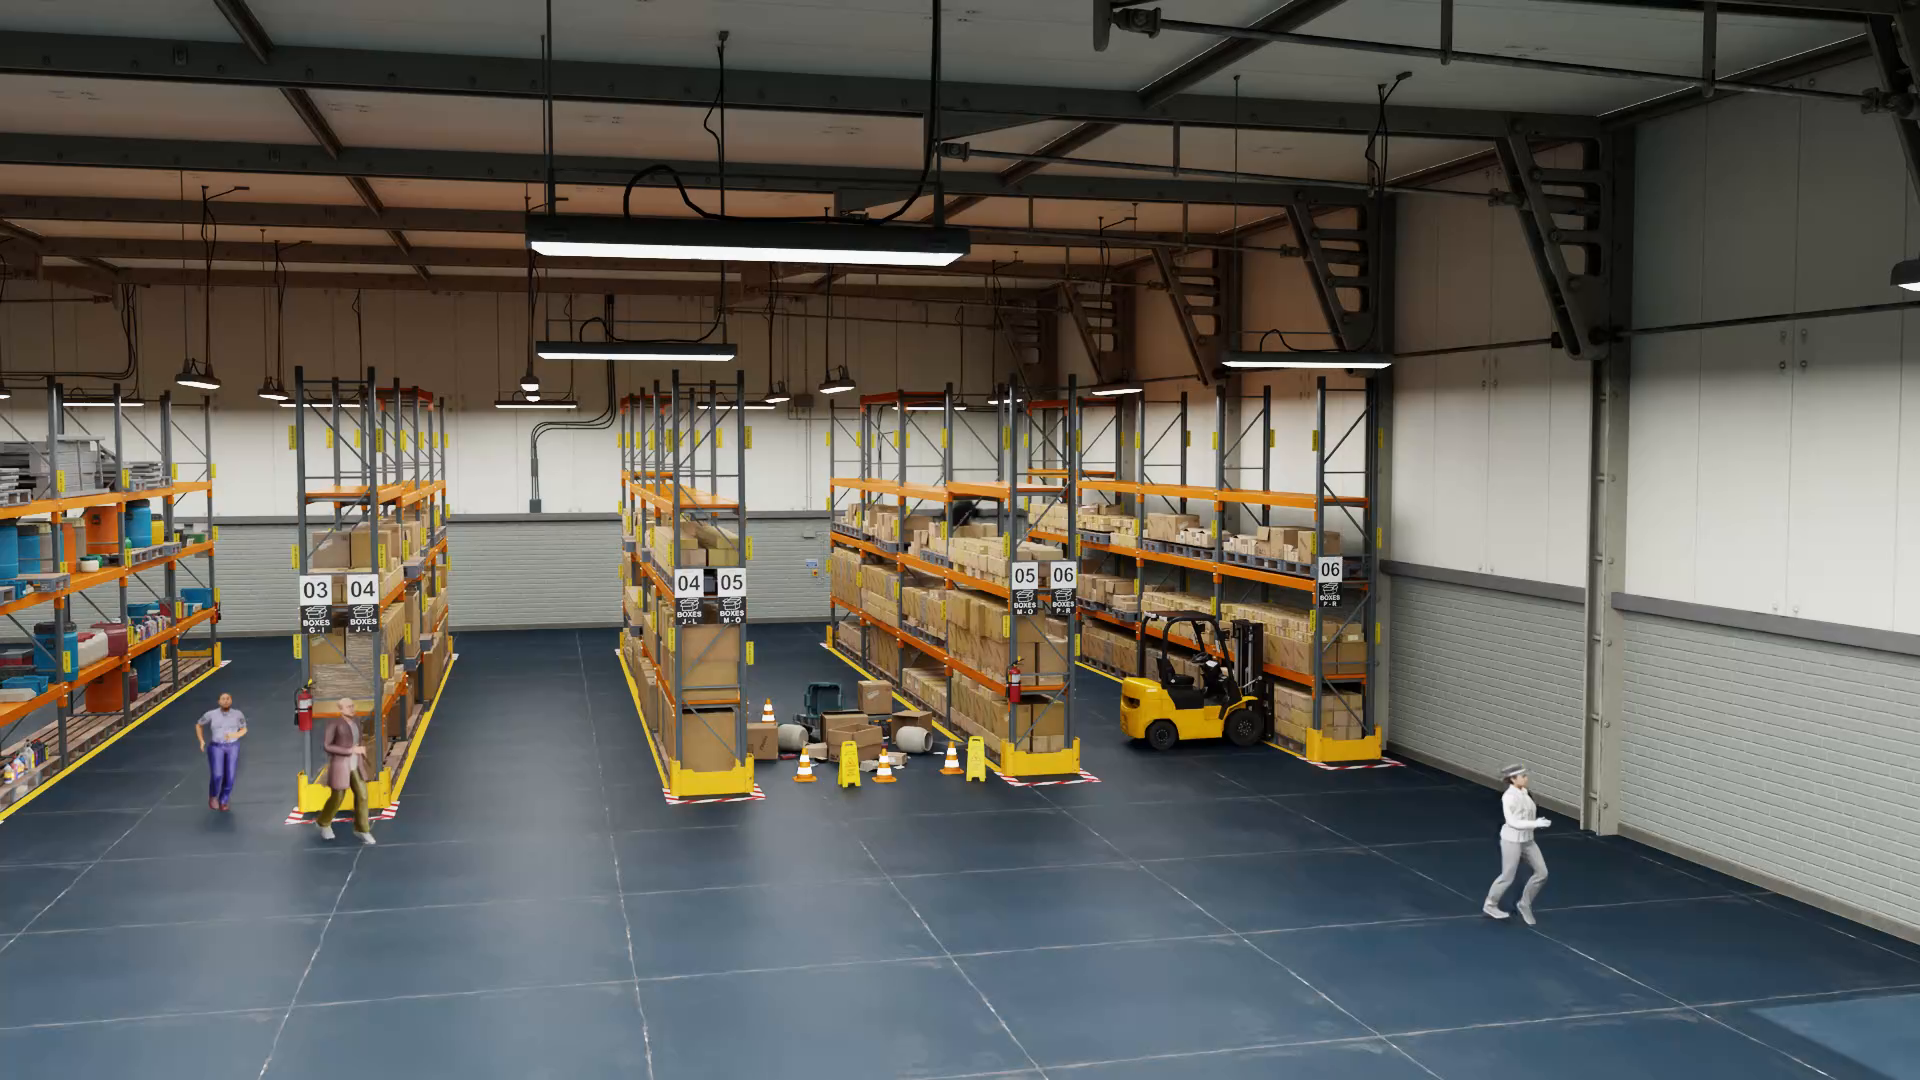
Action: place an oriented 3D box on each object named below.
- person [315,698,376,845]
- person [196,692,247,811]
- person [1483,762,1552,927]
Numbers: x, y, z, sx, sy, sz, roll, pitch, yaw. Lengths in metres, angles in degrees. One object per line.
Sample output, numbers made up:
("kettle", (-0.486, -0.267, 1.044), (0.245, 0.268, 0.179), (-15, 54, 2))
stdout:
("person", (-7.671, 2.876, 20.738), (0.889, 1.841, 0.735), (2, 4, 28))
("person", (-9.938, 2.861, 22.463), (0.593, 1.607, 0.594), (-3, 4, -36))
("person", (5.788, 3.134, 17.183), (0.476, 1.725, 0.703), (-3, 5, -44))
